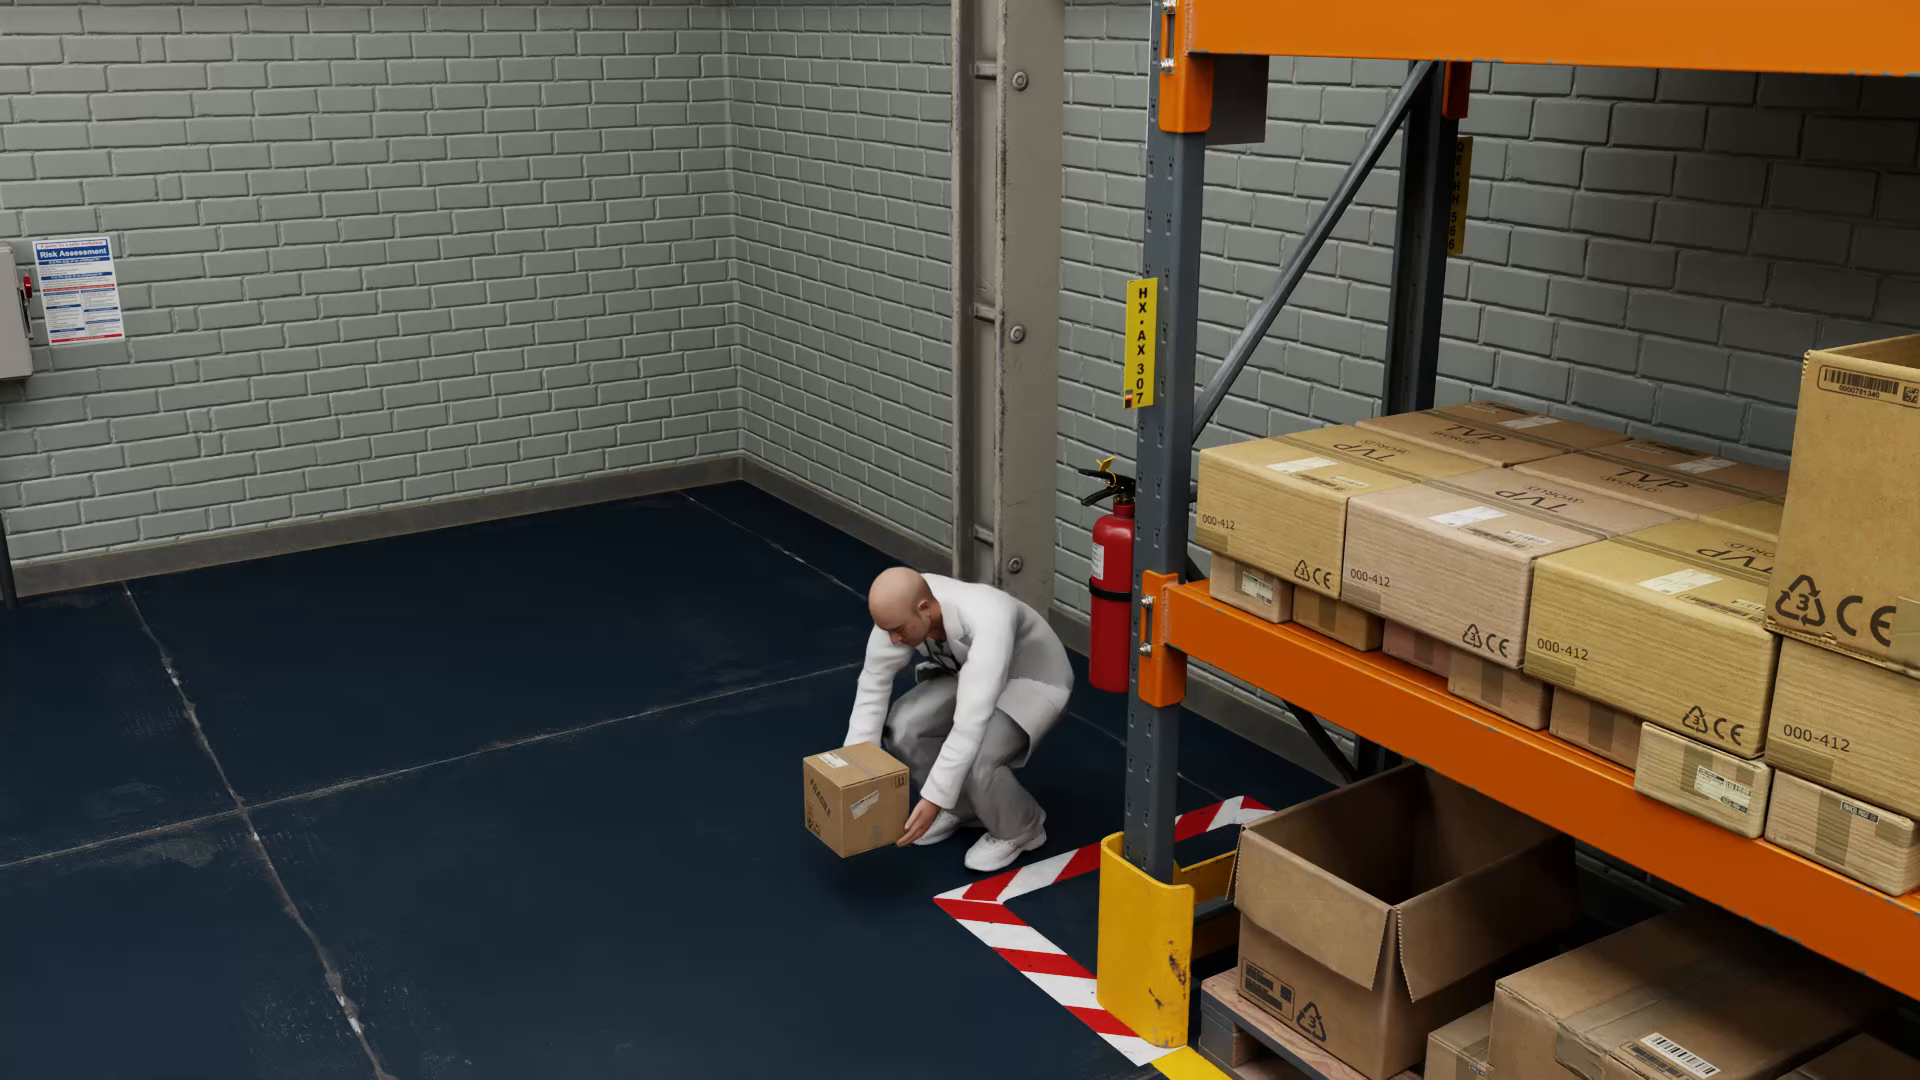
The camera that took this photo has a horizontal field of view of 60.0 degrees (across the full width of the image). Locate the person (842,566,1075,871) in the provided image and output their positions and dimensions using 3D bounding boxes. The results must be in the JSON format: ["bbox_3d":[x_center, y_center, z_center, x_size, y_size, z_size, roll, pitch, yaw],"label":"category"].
[{"bbox_3d":[0.012,0.543,5.496,0.871,1.101,0.611,-14,23,-37],"label":"person"}]
